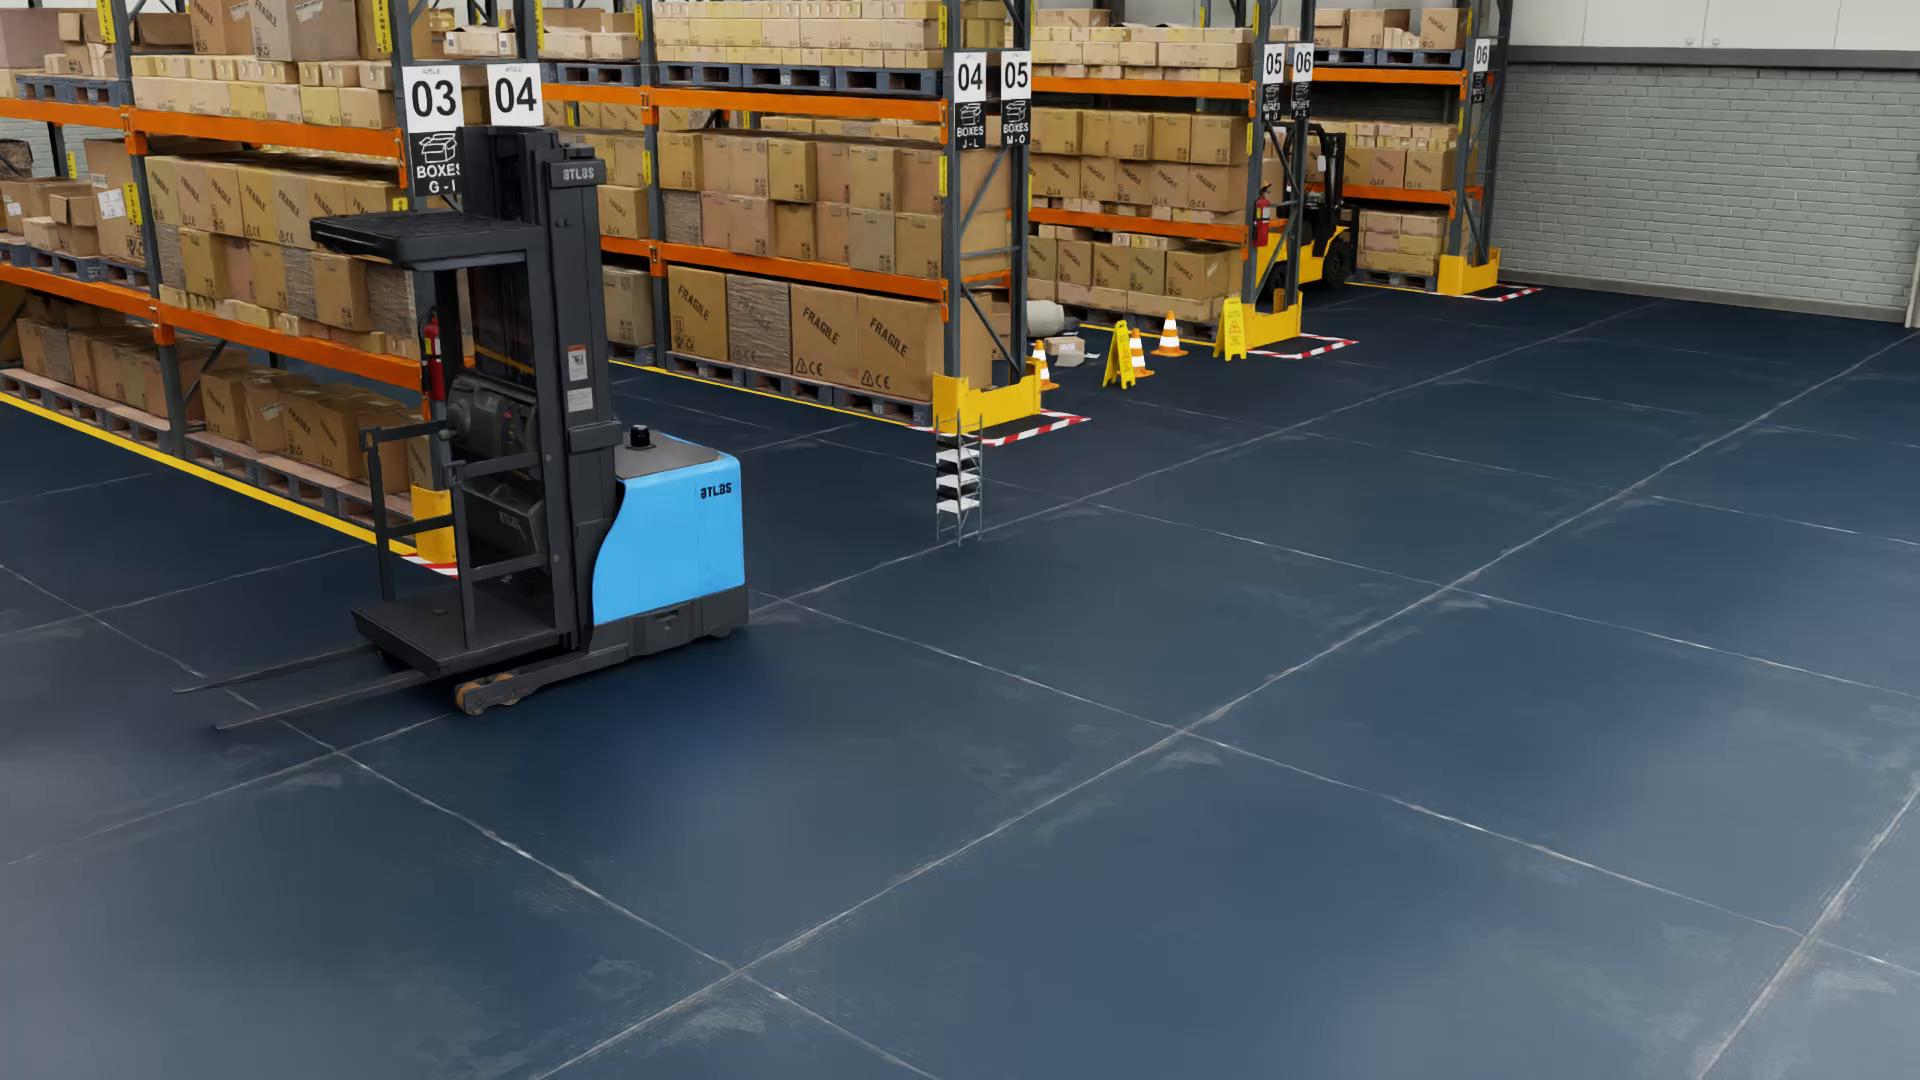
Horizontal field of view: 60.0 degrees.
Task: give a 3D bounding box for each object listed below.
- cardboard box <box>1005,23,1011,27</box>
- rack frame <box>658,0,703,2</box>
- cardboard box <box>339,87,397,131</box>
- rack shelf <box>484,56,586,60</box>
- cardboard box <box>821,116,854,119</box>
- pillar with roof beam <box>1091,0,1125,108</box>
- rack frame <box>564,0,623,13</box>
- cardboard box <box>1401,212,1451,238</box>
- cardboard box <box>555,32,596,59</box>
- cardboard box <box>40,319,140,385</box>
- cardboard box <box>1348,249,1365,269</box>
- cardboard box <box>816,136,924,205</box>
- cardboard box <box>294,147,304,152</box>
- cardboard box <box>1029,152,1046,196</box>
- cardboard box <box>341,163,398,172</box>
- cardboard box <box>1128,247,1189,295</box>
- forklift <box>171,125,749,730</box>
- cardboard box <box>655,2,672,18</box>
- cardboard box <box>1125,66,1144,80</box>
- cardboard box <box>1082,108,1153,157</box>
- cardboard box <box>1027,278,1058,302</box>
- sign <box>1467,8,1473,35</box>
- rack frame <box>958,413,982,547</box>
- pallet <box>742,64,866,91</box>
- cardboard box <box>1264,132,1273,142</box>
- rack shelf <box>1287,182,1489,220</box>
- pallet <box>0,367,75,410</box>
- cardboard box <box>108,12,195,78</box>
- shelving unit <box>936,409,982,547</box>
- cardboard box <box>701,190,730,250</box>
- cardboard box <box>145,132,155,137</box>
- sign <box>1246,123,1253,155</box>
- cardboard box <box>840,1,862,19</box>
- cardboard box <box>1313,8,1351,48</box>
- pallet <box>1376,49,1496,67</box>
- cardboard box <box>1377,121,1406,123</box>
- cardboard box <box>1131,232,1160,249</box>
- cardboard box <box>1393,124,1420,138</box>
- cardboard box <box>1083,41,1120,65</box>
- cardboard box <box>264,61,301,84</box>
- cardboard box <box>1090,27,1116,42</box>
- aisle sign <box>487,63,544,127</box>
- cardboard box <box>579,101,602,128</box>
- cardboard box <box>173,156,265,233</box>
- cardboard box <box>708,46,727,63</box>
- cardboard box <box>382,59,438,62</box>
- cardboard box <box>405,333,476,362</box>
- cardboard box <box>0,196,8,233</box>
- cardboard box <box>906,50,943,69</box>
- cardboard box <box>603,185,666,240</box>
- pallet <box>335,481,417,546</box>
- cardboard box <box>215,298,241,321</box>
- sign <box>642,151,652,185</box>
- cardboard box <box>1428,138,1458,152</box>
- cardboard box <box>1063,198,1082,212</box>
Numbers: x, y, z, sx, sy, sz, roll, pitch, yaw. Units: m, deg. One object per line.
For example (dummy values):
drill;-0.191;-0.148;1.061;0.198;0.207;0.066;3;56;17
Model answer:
cardboard box;0.659;-8.209;26.659;0.250;0.149;0.380;14;22;37
rack frame;-5.233;-10.849;30.919;0.127;3.000;1.000;15;23;39
cardboard box;-3.665;-2.808;10.791;0.500;0.250;0.500;16;23;40
rack shelf;-7.029;-7.551;26.675;4.000;0.370;1.077;15;23;39
cardboard box;-1.623;-5.519;22.692;0.500;0.500;0.500;15;23;38
pillar with roof beam;-0.533;-8.211;22.606;0.400;9.000;9.100;15;23;39
rack frame;-5.533;-8.922;24.847;0.127;3.000;1.000;15;23;39
cardboard box;6.183;-4.165;21.974;0.500;0.250;0.500;16;24;41
cardboard box;-3.829;-5.120;17.215;0.500;0.250;0.500;15;23;39
cardboard box;-8.181;-1.797;15.720;0.500;0.500;0.700;13;22;35
cardboard box;5.439;-3.894;22.773;0.500;0.250;0.500;15;23;40
cardboard box;-0.821;-3.415;15.380;0.550;0.550;0.875;15;23;39
cardboard box;-8.166;-4.946;20.974;0.250;0.149;0.380;15;23;39
cardboard box;0.986;-4.398;19.855;0.500;0.500;0.500;15;23;39
cardboard box;-4.110;-2.451;12.066;0.500;0.500;0.500;15;23;39
cardboard box;2.278;-3.106;19.051;0.500;0.500;0.500;16;24;41
forklift;-2.680;-0.656;8.834;3.031;2.935;1.130;-15;23;-40
cardboard box;-2.713;-5.104;16.013;0.250;0.149;0.380;15;23;40
cardboard box;2.051;-5.235;18.604;0.250;0.149;0.380;14;22;38
cardboard box;1.811;-4.686;19.109;0.500;0.500;0.700;15;23;39
cardboard box;1.120;-3.061;20.151;0.500;0.250;0.500;17;24;42
sign;6.364;-6.471;20.750;0.005;0.325;0.100;15;23;39
rack frame;0.070;-0.410;11.416;0.006;0.900;0.240;15;23;39
pallet;-1.246;-4.292;15.363;1.213;0.211;1.003;15;23;39
cardboard box;4.350;-5.649;23.215;0.250;0.149;0.380;16;23;40
rack shelf;5.239;-4.835;23.078;4.000;0.370;1.077;15;23;39
pallet;-8.535;-1.531;16.086;1.213;0.211;1.003;15;23;39
cardboard box;-6.413;-4.010;13.464;0.637;0.503;0.797;14;22;37
shelving unit;-0.006;-0.431;11.481;0.210;0.900;0.258;15;23;39
cardboard box;-2.049;-3.211;16.521;0.550;0.550;0.875;15;23;39
cardboard box;-11.582;-5.762;24.152;0.500;0.500;0.500;16;24;42
sign;3.059;-4.234;17.557;0.005;0.325;0.100;15;23;39
cardboard box;-0.817;-4.595;14.410;0.250;0.149;0.380;16;23;40
cardboard box;5.130;-6.892;22.379;0.637;0.503;0.797;16;24;41
pallet;6.223;-6.312;21.729;1.213;0.211;1.003;15;23;39
cardboard box;5.856;-5.601;22.573;0.250;0.149;0.380;16;24;41
cardboard box;2.165;-3.421;18.970;0.250;0.149;0.380;16;23;40
cardboard box;5.908;-5.388;21.902;0.250;0.149;0.380;16;23;40
cardboard box;1.735;-5.500;18.780;0.500;0.250;0.500;15;23;40
cardboard box;-4.519;-3.207;11.388;0.250;0.149;0.380;14;22;37
cardboard box;1.687;-5.716;18.801;0.250;0.149;0.380;16;23;40
aisle sign;-2.890;-2.705;10.880;0.004;0.787;0.394;15;23;39
cardboard box;-5.395;-6.433;25.105;0.500;0.500;0.500;15;23;40
cardboard box;-5.584;-2.632;12.636;0.500;0.500;0.500;15;23;39
cardboard box;-2.145;-4.571;15.654;0.250;0.149;0.380;15;23;38
cardboard box;-3.745;-3.234;11.474;0.250;0.149;0.380;16;24;41
cardboard box;-3.486;-1.302;11.169;0.250;0.149;0.380;15;23;39
cardboard box;-9.653;-3.108;16.280;0.500;0.500;0.500;16;24;41
cardboard box;-0.241;-4.061;14.044;0.250;0.149;0.380;15;23;39
cardboard box;-3.327;-3.408;17.225;0.500;0.500;0.500;15;23;39
pallet;-3.776;-0.268;12.107;1.213;0.211;1.003;15;23;39
cardboard box;-5.429;-1.778;12.672;0.250;0.149;0.380;15;23;39
sign;-3.112;-3.705;16.545;0.005;0.325;0.100;15;23;39
cardboard box;6.289;-5.140;21.610;0.250;0.149;0.380;15;23;40
cardboard box;1.424;-3.941;19.488;0.250;0.149;0.380;15;23;40
